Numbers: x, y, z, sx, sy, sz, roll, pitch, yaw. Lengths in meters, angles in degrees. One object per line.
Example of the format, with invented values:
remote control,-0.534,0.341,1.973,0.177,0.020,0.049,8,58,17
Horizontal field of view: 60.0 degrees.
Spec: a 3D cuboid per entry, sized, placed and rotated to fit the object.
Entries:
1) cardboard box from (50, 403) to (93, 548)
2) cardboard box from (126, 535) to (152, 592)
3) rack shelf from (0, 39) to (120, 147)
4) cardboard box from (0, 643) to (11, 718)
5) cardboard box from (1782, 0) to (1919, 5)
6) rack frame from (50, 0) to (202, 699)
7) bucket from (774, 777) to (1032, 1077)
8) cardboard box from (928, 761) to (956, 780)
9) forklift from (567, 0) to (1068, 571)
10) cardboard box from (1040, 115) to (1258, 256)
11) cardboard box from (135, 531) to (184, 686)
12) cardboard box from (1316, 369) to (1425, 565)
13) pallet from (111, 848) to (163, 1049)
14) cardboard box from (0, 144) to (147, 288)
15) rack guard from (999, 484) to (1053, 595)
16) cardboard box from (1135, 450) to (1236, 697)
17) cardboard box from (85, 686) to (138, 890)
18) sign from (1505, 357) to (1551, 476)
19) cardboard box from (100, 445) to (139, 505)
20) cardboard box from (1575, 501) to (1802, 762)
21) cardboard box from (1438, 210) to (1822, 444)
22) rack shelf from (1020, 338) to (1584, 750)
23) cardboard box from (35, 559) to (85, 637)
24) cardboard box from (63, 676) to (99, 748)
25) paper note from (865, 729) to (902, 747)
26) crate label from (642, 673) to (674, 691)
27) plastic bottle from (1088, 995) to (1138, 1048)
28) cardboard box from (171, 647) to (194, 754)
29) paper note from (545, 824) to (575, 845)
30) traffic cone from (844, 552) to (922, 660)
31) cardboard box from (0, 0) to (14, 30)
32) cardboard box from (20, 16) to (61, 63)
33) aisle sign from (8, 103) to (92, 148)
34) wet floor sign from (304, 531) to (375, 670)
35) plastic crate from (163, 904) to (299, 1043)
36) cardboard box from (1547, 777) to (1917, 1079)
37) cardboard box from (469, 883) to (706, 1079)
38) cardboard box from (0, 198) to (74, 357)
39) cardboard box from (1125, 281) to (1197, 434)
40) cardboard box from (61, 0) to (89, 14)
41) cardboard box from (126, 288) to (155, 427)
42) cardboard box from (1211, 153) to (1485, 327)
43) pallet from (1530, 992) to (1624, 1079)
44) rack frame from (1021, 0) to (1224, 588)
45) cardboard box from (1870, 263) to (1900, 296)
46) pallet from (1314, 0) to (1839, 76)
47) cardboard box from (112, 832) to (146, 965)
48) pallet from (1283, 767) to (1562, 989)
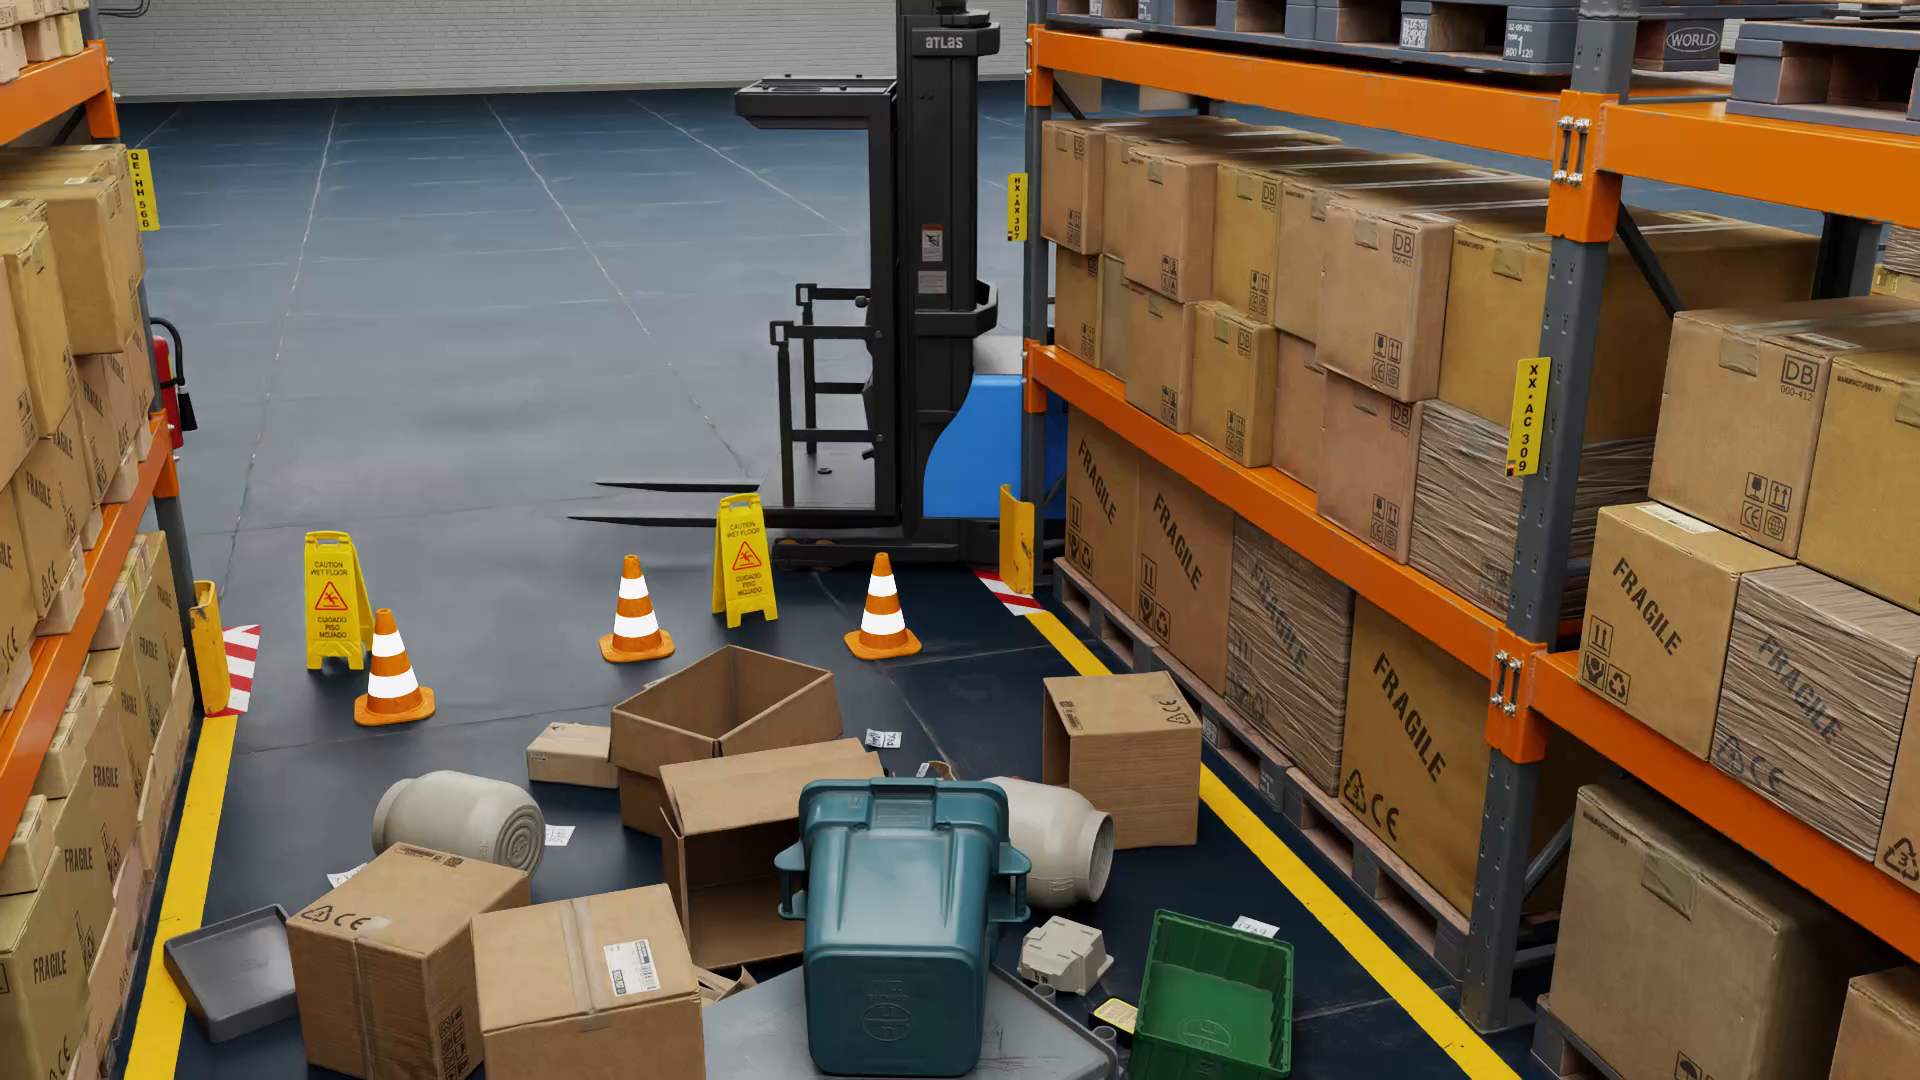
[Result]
cardboard box,-2.979,-0.228,5.025,0.500,0.500,0.500,-6,21,-17
cardboard box,-3.181,0.106,6.062,0.380,0.149,0.250,-6,21,-16
rack shelf,-3.231,-1.104,4.679,1.077,0.370,4.000,-6,21,-17
cardboard box,-2.476,0.253,3.686,0.500,0.500,0.500,-6,21,-17
cardboard box,2.018,-1.320,3.647,0.258,0.266,0.396,-7,21,-18
rack frame,-3.859,-0.672,6.851,1.000,3.000,0.127,-6,21,-17
bucket,-0.166,1.079,4.568,0.726,0.611,0.620,1,30,2
cardboard box,-0.223,0.984,6.285,0.396,0.266,0.258,-3,20,-8
forklift,-0.628,-1.388,8.945,3.031,2.935,1.130,1,20,2
cardboard box,0.888,-1.686,7.855,0.875,0.550,0.550,-6,21,-17
cardboard box,-3.360,0.300,6.480,0.500,0.500,0.500,-6,21,-17
cardboard box,1.744,-0.309,5.617,0.875,0.550,0.550,-6,21,-17
pallet,-3.234,1.320,5.430,1.003,0.211,1.213,-6,21,-17
cardboard box,-3.492,-1.189,6.223,0.700,0.500,0.500,-7,21,-19
rack guard,0.800,-0.062,8.850,1.175,0.500,0.348,-6,21,-17
cardboard box,1.362,0.064,7.322,0.875,0.875,0.875,-7,21,-18
cardboard box,-2.872,0.800,5.090,0.500,0.500,0.500,-5,20,-14
sign,1.539,-0.332,4.507,0.100,0.325,0.005,-6,21,-17
cardboard box,-3.184,-0.223,5.973,0.380,0.149,0.250,-6,21,-16
cardboard box,1.975,0.203,4.266,0.500,0.500,0.500,-6,21,-17
cardboard box,1.982,-0.648,4.964,0.875,0.550,0.550,-6,21,-17
rack shelf,1.437,-0.250,6.740,1.077,0.370,4.000,-6,21,-17
cardboard box,-2.790,0.183,4.842,0.380,0.149,0.250,-6,21,-17
cardboard box,-2.764,0.534,4.870,0.380,0.149,0.250,-5,20,-14
paper note,-0.324,0.838,7.042,0.144,0.017,0.142,1,20,2
crate label,-1.247,0.694,7.281,0.298,0.136,0.250,17,26,39
plastic bottle,0.546,1.507,5.129,0.283,0.061,0.133,17,26,39
cardboard box,-3.342,0.663,6.581,0.500,0.250,0.500,-6,21,-17
paper note,-1.548,1.111,6.296,0.148,0.019,0.142,1,20,2
traffic cone,-0.373,0.284,7.940,0.336,0.463,0.334,-6,21,-17
cardboard box,-2.957,-1.529,4.579,0.500,0.250,0.500,-6,21,-17
cardboard box,-3.321,-1.716,5.690,0.380,0.149,0.250,-6,21,-16
aisle sign,-3.604,-1.947,6.553,0.394,0.787,0.004,-6,21,-17
wet floor sign,-2.903,0.261,7.735,0.267,0.644,0.232,1,20,2
plastic crate,-2.317,1.394,5.416,0.402,0.080,0.583,-15,25,-36
cardboard box,2.346,1.104,4.613,1.050,0.750,0.750,-6,21,-17
cardboard box,-0.922,1.233,4.125,0.500,0.500,0.500,-6,21,-17
cardboard box,-3.057,-0.699,4.857,0.700,0.500,0.500,-7,21,-18
cardboard box,1.218,-0.820,7.040,0.875,0.550,0.550,-6,21,-17
cardboard box,-3.443,-2.018,5.942,0.500,0.250,0.500,-7,21,-18
cardboard box,-3.427,-0.715,6.381,0.500,0.500,0.500,-7,21,-18
cardboard box,1.485,-1.169,6.415,0.875,0.550,0.500,-6,21,-17
pallet,2.379,1.605,4.636,1.003,0.211,1.213,-6,21,-17
rack frame,0.808,-1.231,8.406,1.000,3.000,0.127,-6,21,-17
cardboard box,5.412,-1.490,9.500,0.380,0.149,0.250,-6,21,-17
pallet,1.818,-1.581,5.074,1.003,0.211,1.213,-6,21,-17
cardboard box,-2.879,1.150,5.225,0.500,0.250,0.500,-7,21,-18
pallet,1.901,1.113,6.006,1.003,0.211,1.213,-6,21,-17
